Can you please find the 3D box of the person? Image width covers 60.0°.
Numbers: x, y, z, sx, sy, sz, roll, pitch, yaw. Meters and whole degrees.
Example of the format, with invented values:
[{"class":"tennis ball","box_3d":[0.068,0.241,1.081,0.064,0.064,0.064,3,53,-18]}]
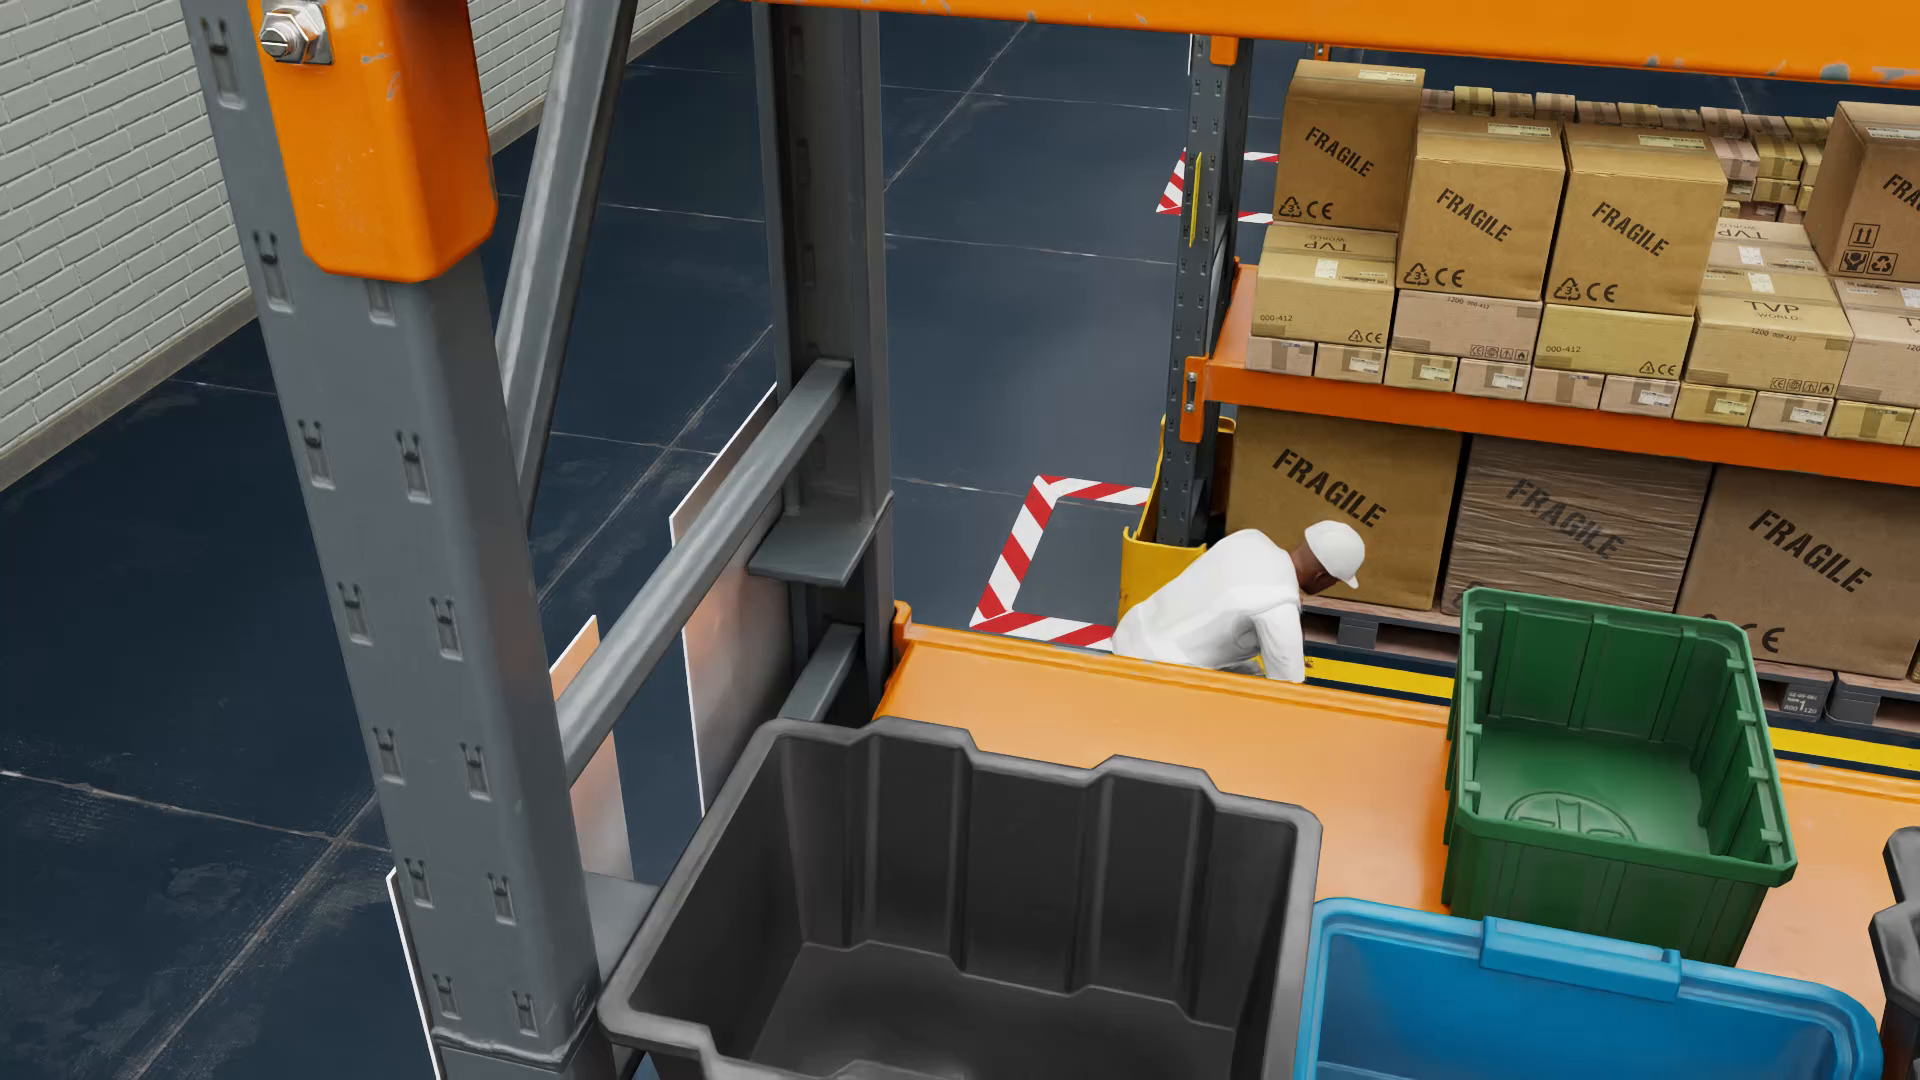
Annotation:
[{"class":"person","box_3d":[0.972,0.439,5.989,0.855,1.167,0.615,0,33,0]}]
